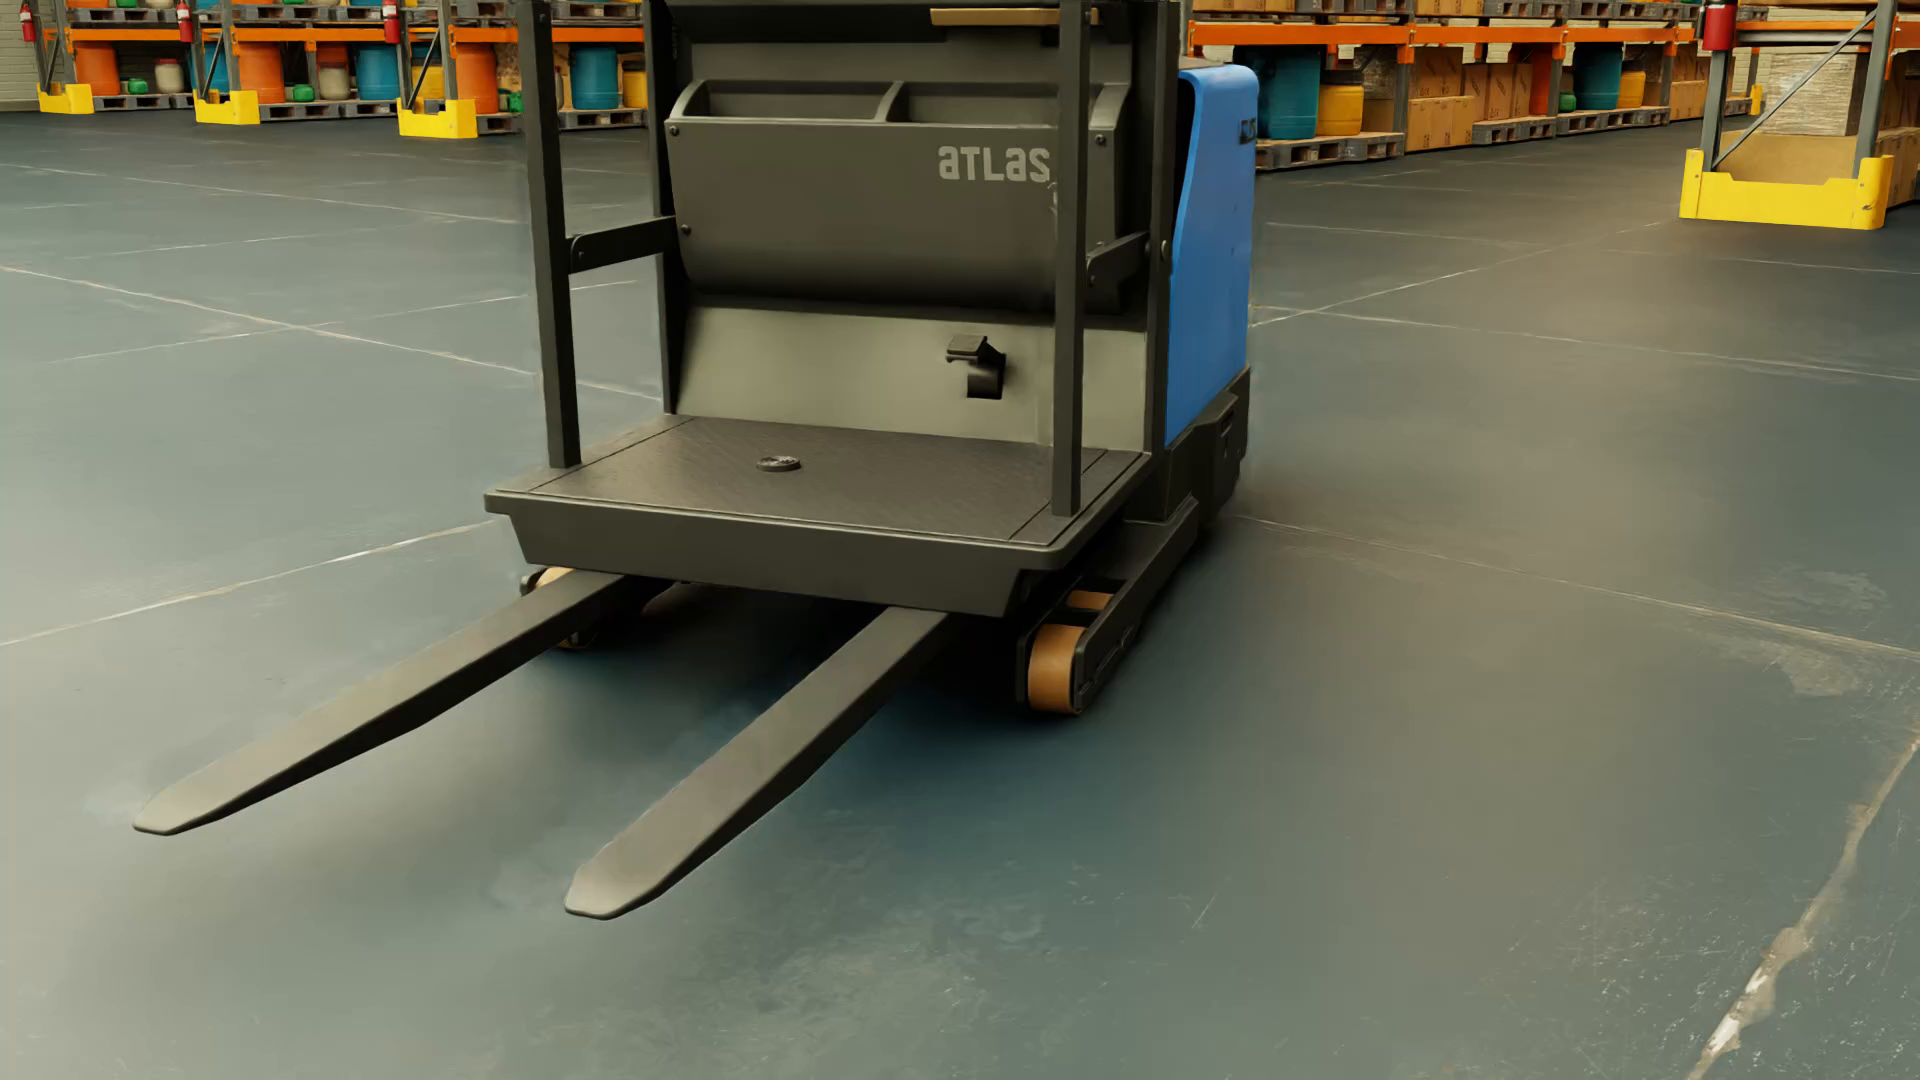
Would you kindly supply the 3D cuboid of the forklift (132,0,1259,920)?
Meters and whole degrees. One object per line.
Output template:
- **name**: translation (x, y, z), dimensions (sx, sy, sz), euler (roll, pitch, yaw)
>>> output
- **forklift**: translation (-0.199, -1.224, 2.930), dimensions (1.130, 2.935, 3.031), euler (6, 18, 18)
